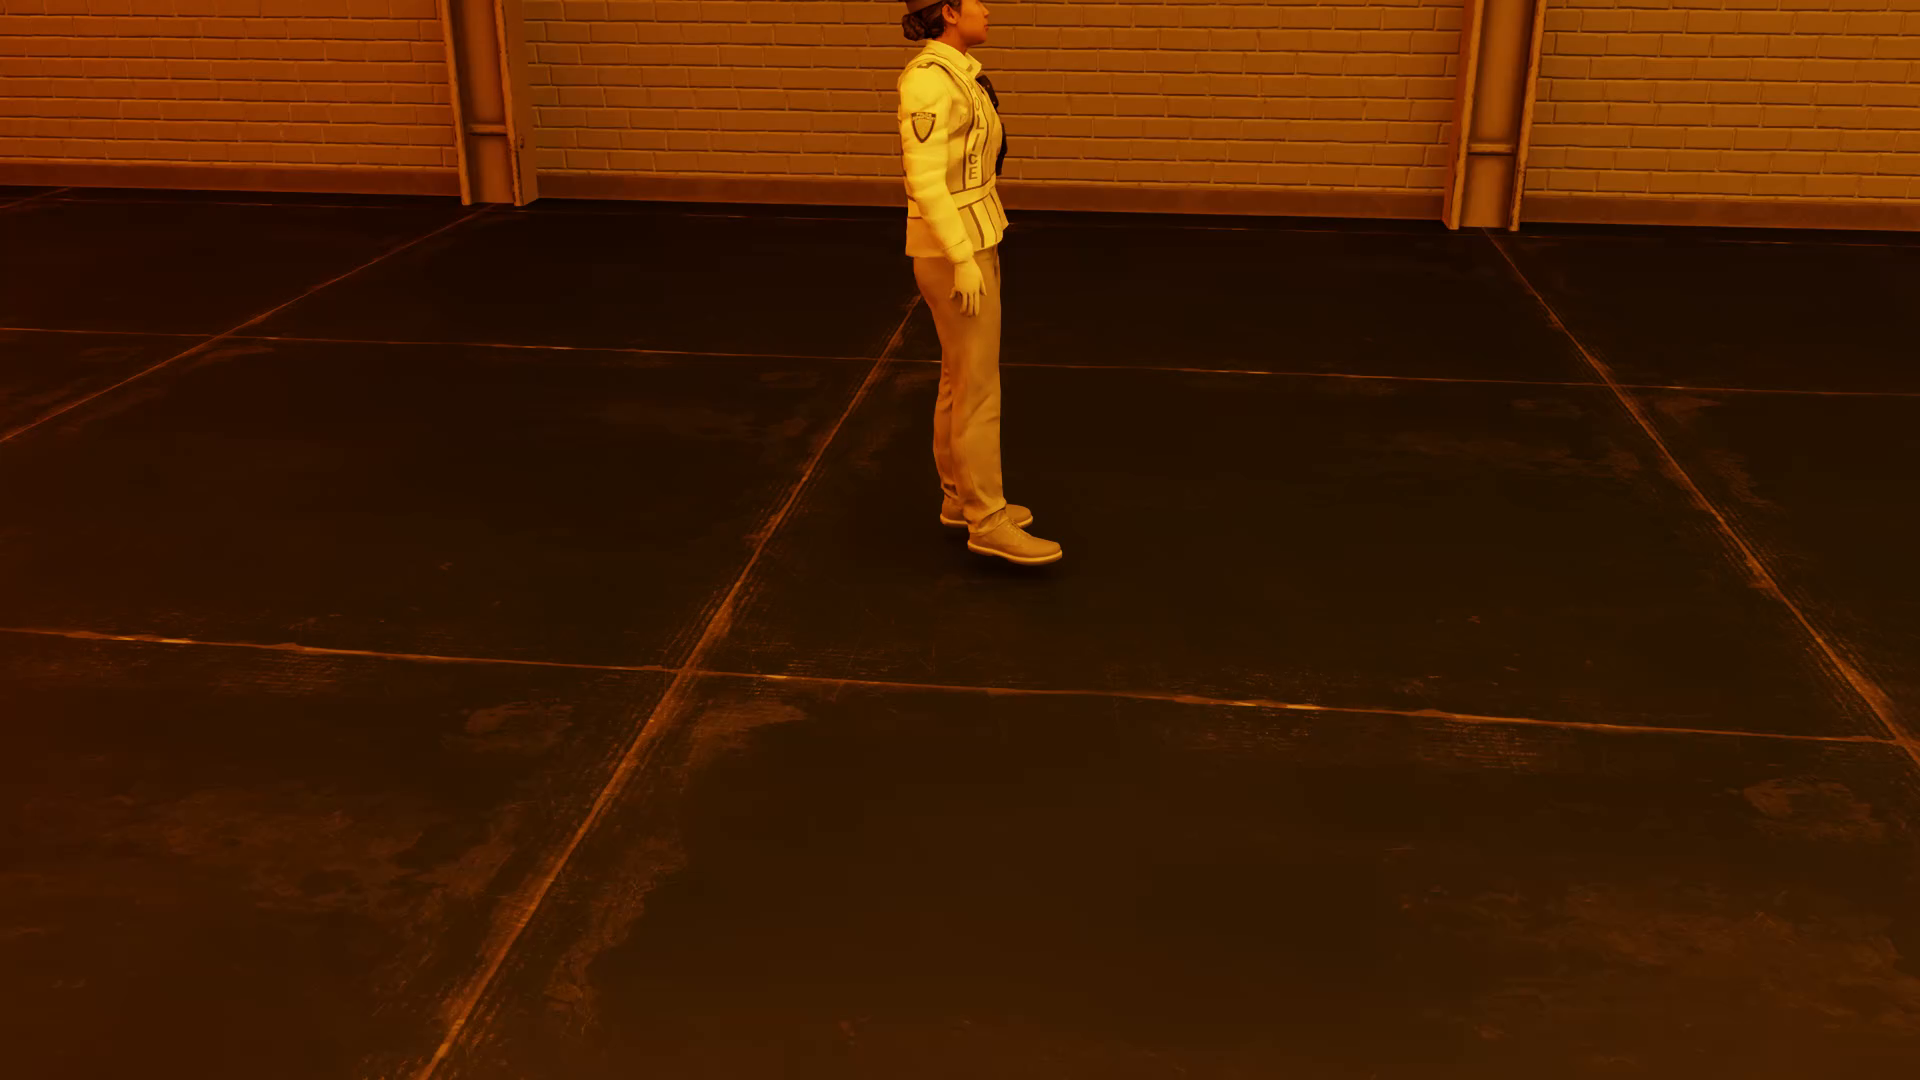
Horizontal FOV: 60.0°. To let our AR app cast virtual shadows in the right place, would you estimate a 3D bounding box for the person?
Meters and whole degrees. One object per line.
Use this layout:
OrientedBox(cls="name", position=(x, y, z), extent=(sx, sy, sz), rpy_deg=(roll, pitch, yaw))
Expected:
OrientedBox(cls="person", position=(0.067, -0.824, 4.829), extent=(0.530, 1.694, 0.586), rpy_deg=(3, 22, 7))
